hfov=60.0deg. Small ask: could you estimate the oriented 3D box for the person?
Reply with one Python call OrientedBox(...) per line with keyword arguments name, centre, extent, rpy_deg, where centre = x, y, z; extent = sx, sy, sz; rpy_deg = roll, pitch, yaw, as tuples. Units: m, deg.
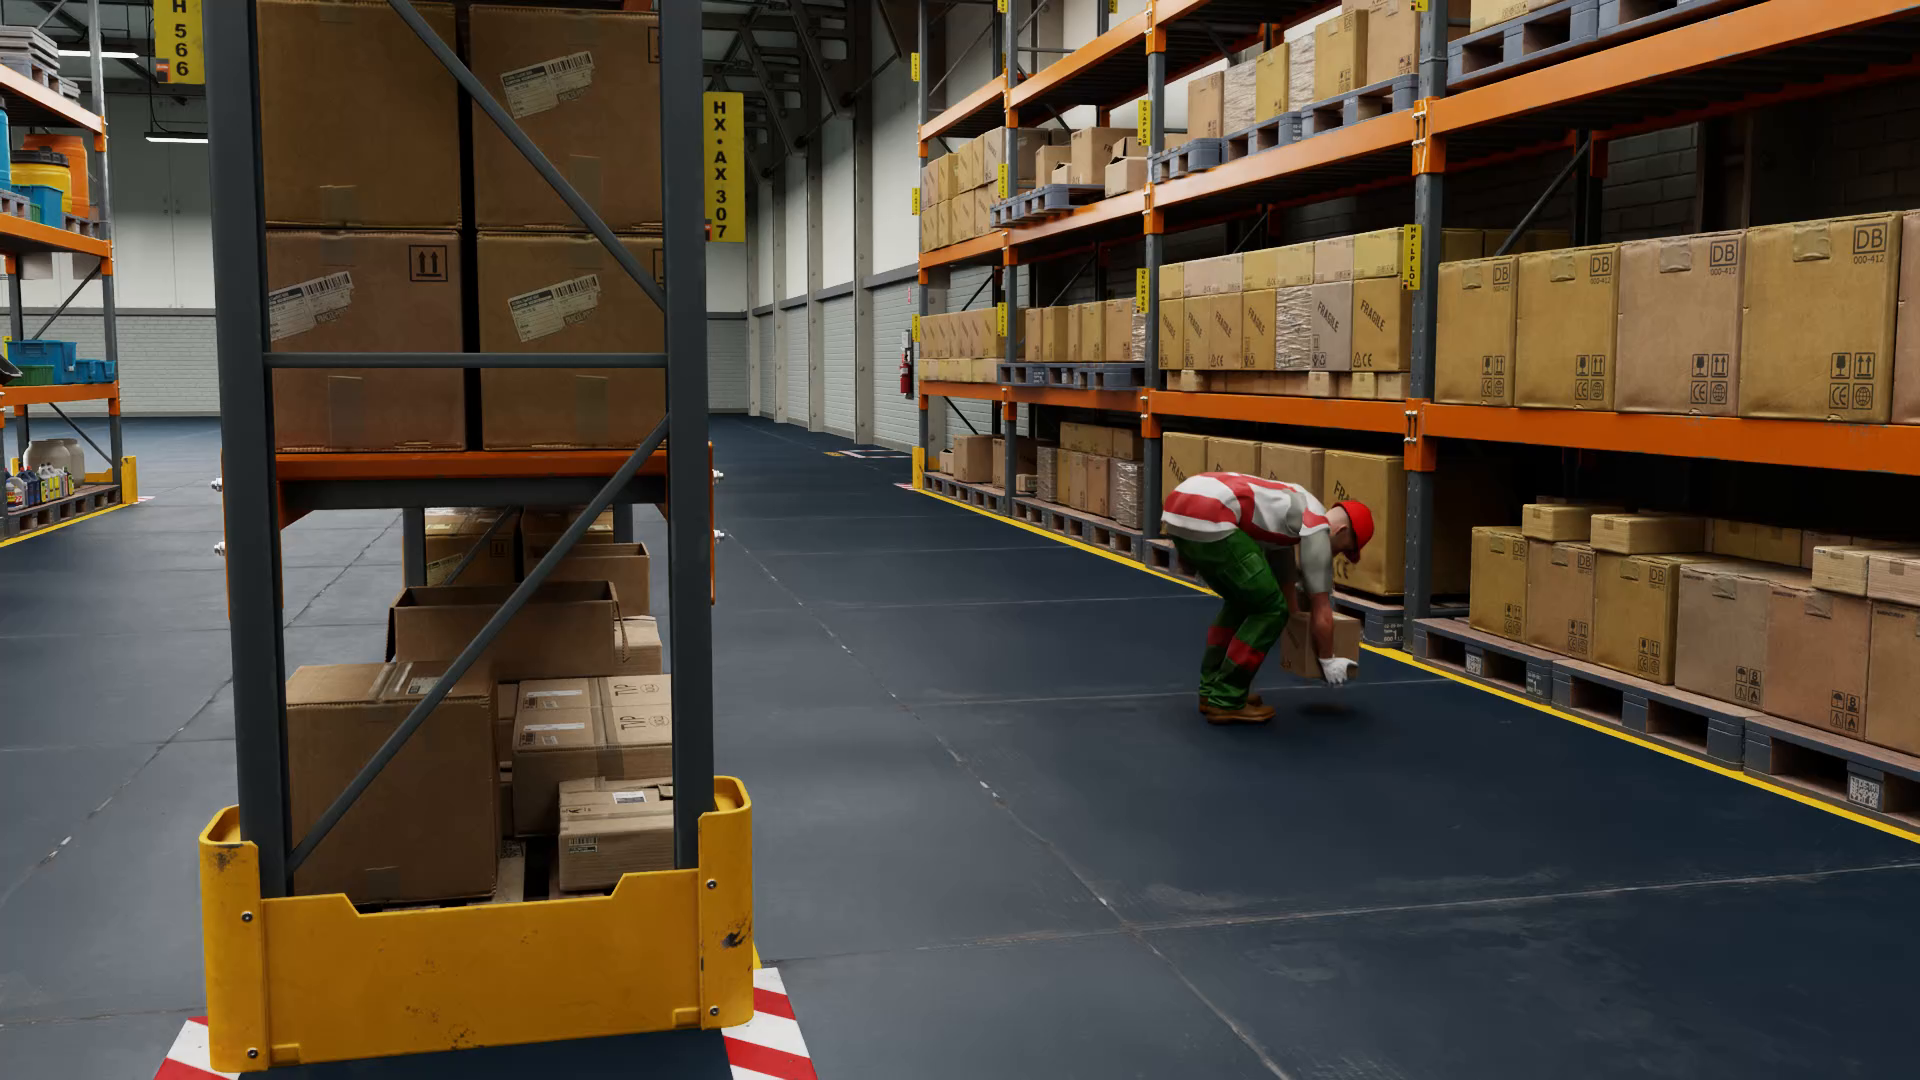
OrientedBox(name="person", centre=(1.336, 0.226, 7.130), extent=(0.959, 1.049, 0.509), rpy_deg=(-2, 6, -16))
